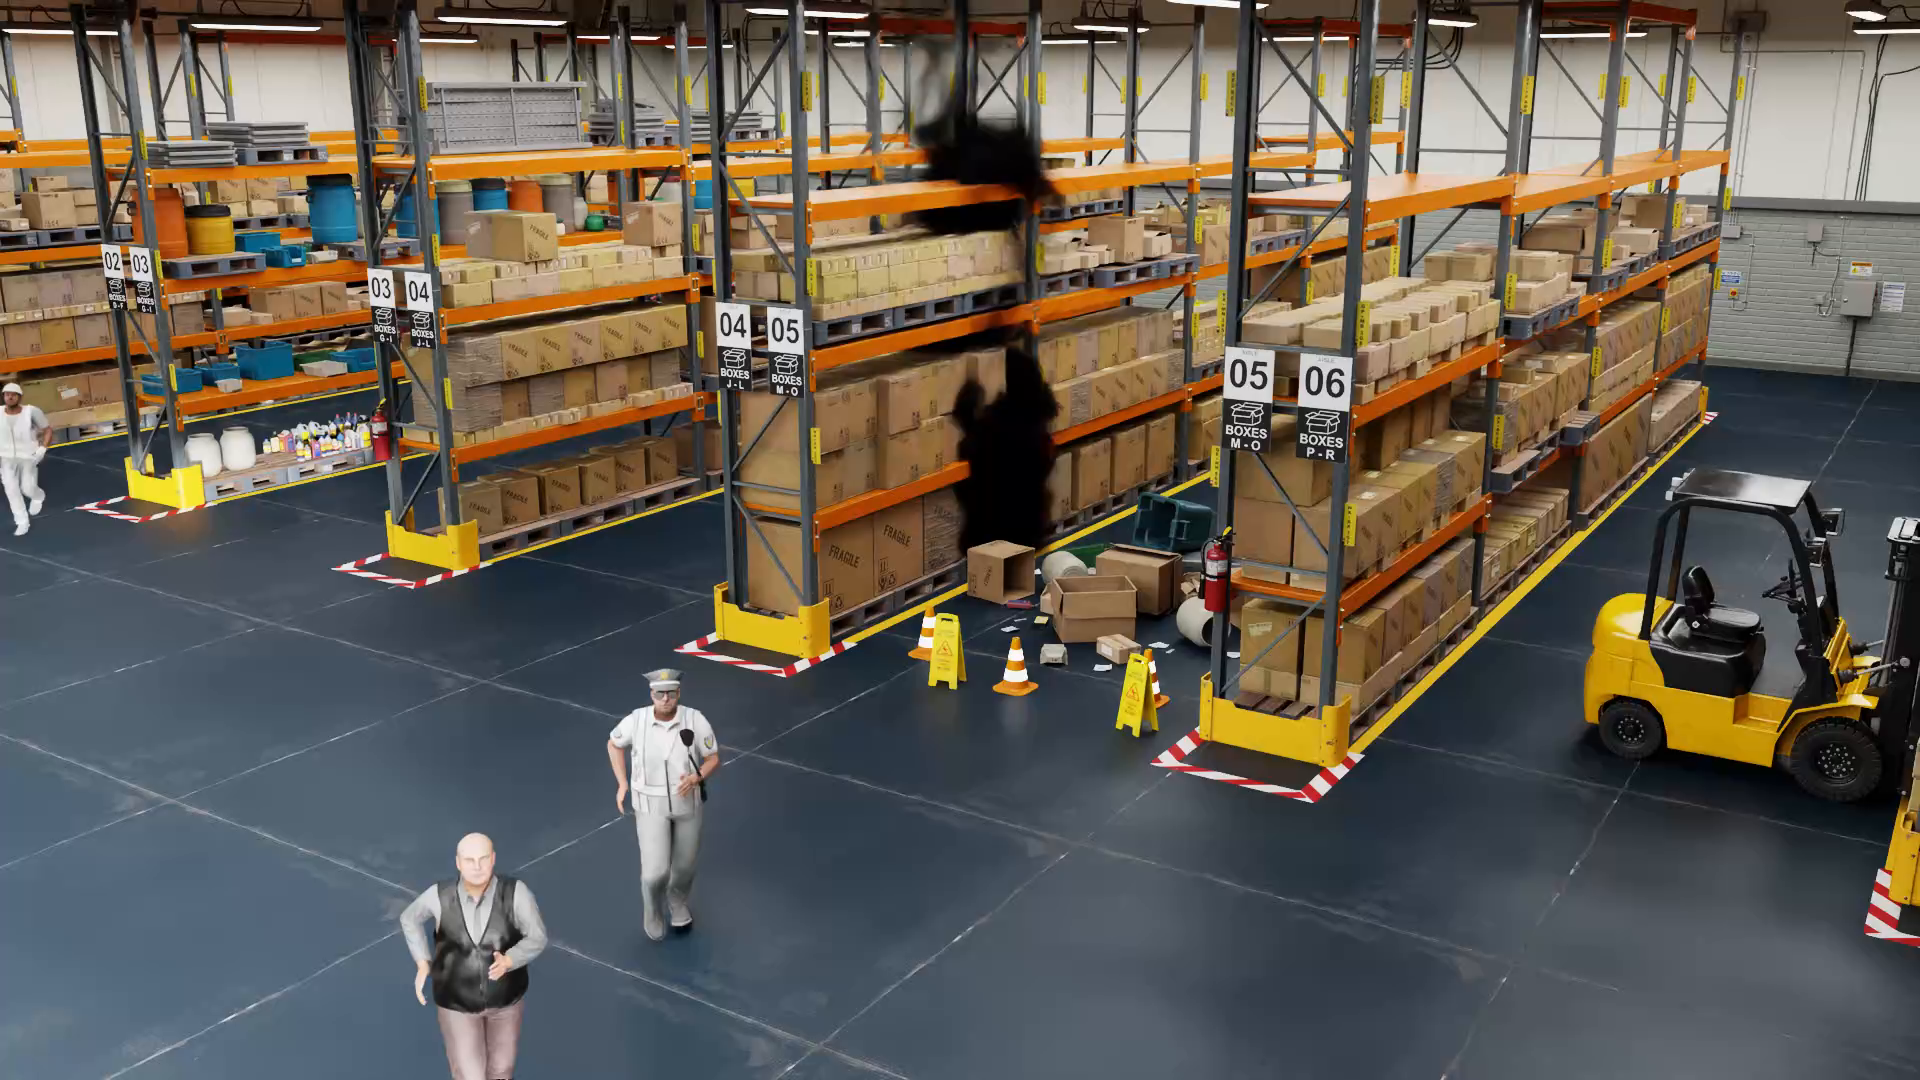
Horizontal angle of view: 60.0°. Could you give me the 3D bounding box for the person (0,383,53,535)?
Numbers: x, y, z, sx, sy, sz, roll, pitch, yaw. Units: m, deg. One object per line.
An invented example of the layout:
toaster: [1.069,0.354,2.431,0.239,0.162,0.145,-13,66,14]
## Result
person: [-11.040,-0.987,19.573,0.712,1.743,0.694,-4,16,-15]

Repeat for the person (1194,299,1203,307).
person: [4.090,-3.163,27.586,0.745,1.711,1.026,11,19,34]

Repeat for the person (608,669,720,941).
person: [-1.770,1.624,10.105,0.646,1.774,0.677,-5,16,-16]

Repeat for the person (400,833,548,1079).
person: [-2.289,2.237,7.985,0.638,1.763,0.699,-7,17,-23]
